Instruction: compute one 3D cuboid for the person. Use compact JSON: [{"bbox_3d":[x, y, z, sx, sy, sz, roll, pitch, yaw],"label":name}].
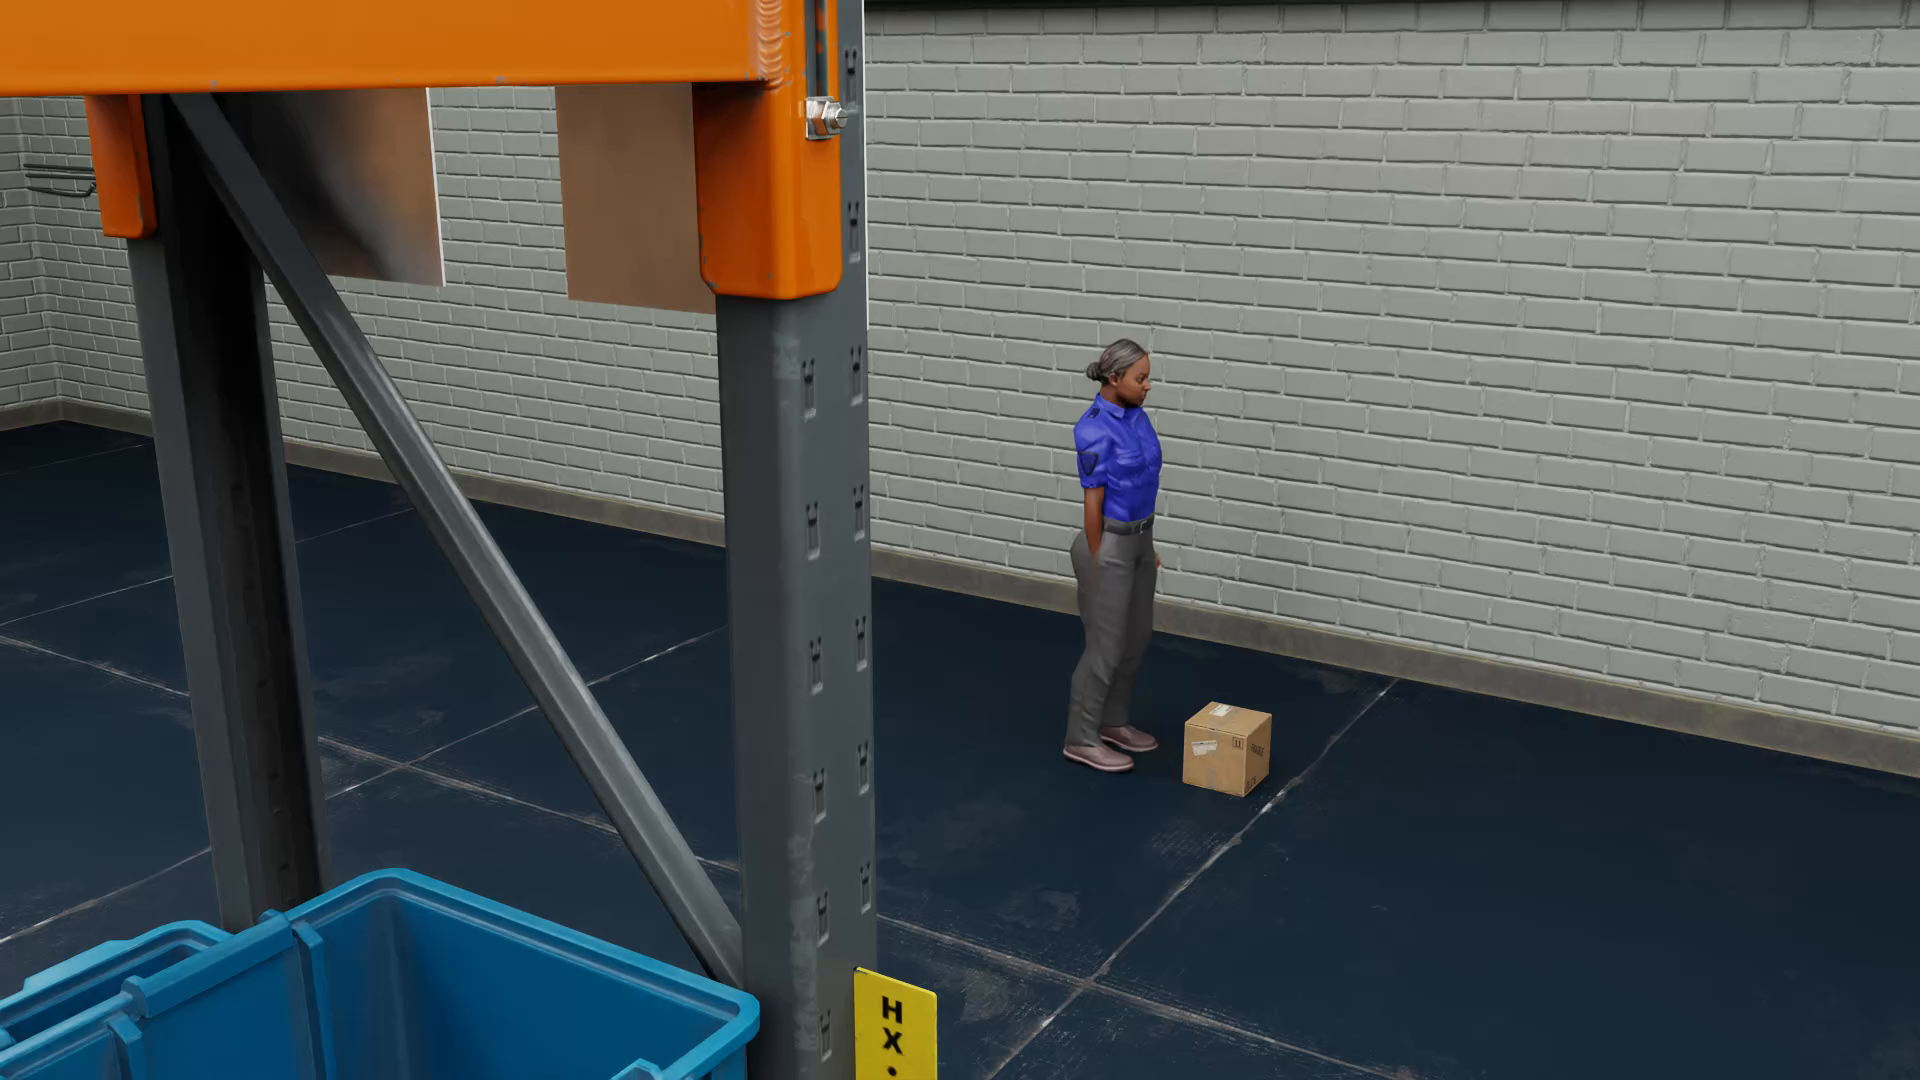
[{"bbox_3d":[0.613,0.051,6.387,0.303,1.656,0.438,10,19,31],"label":"person"}]
